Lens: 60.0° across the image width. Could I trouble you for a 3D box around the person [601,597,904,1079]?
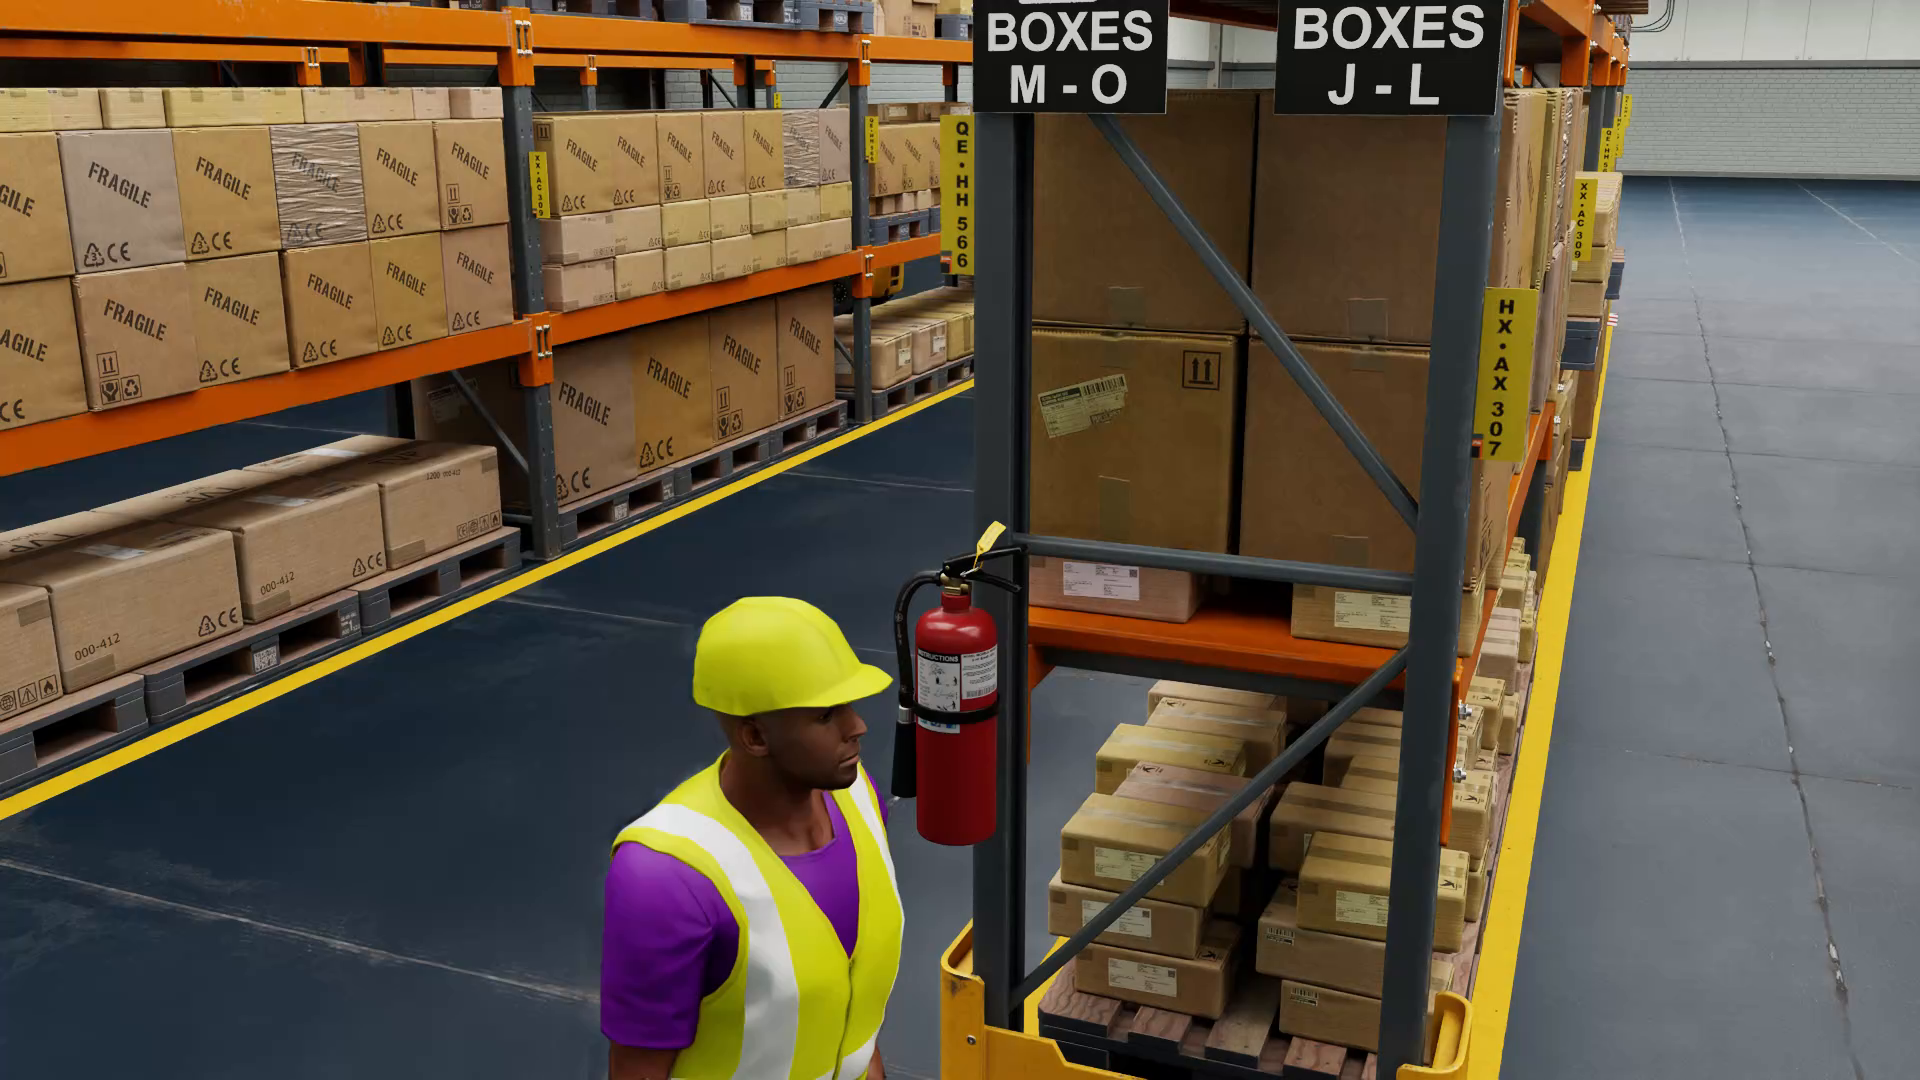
[{"bbox_3d":[-0.324,0.910,2.618,0.508,1.747,0.608,9,18,31],"label":"person"}]
